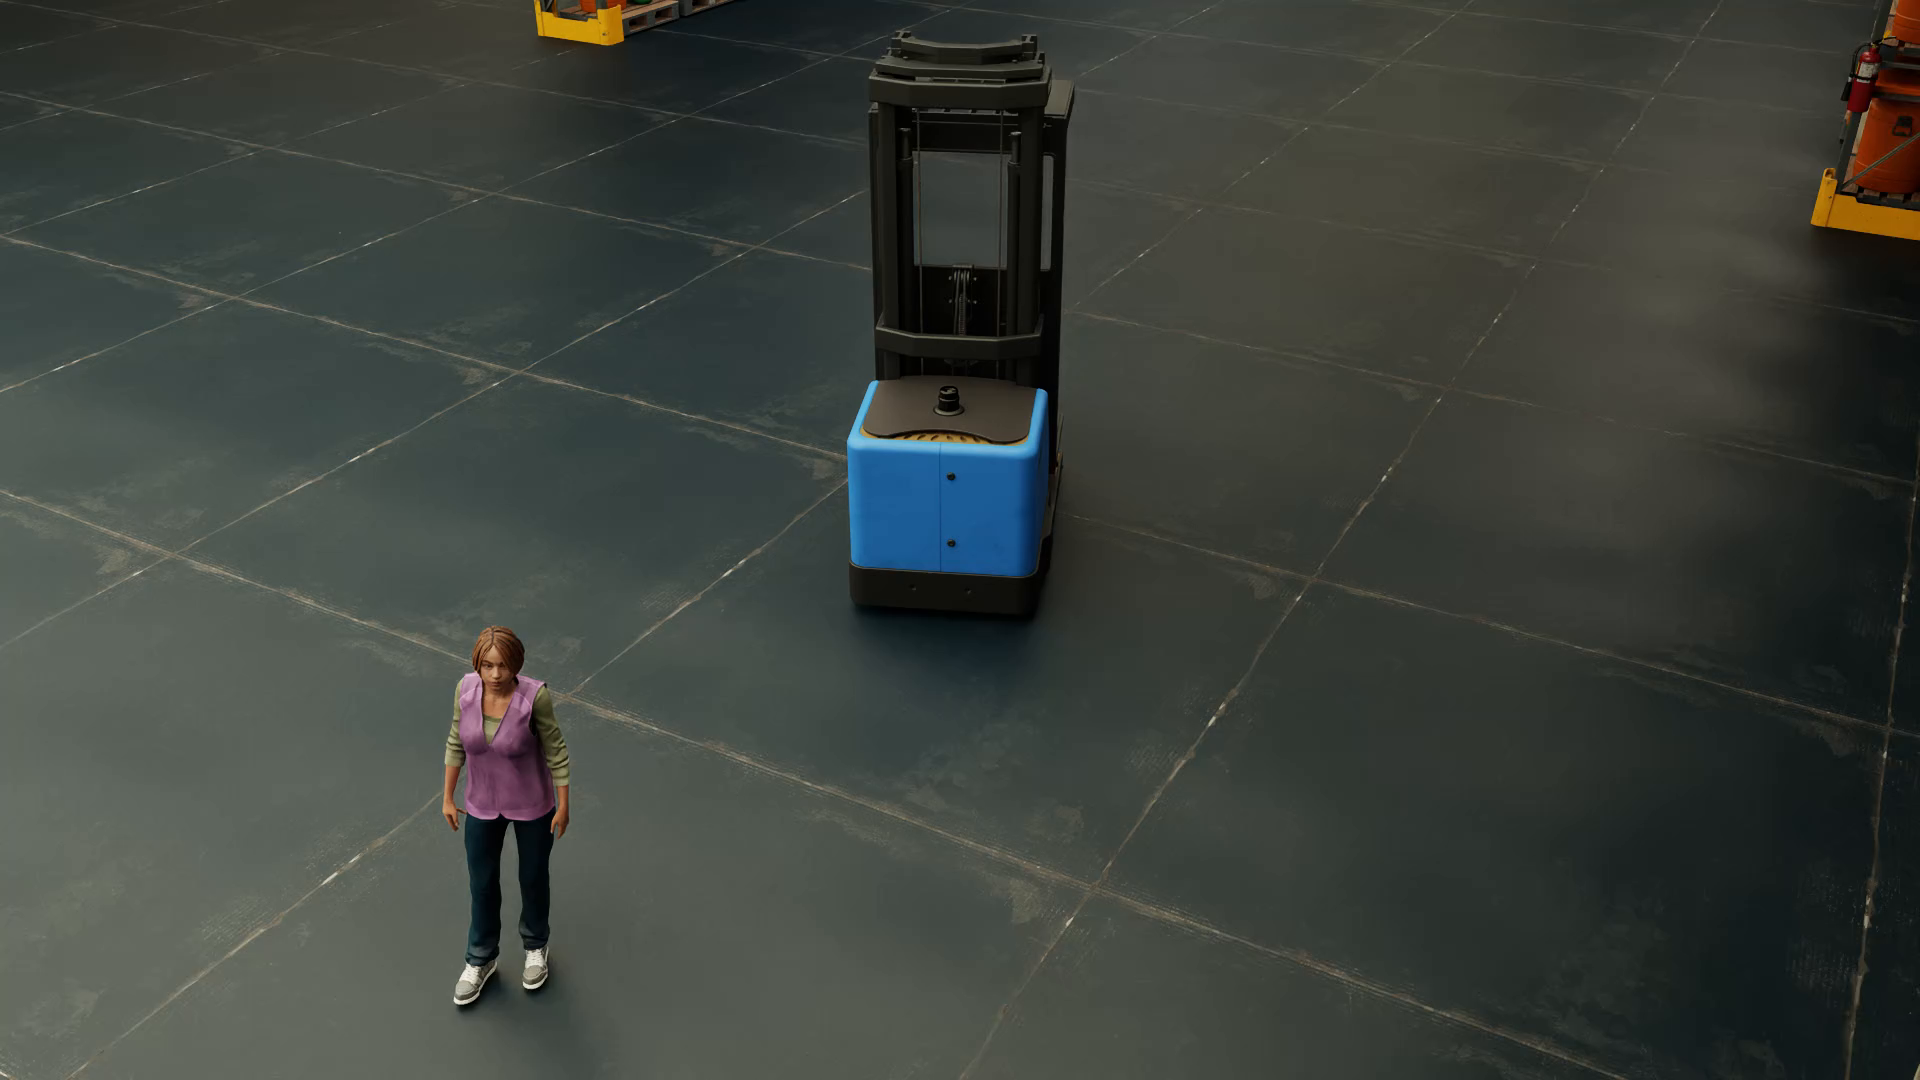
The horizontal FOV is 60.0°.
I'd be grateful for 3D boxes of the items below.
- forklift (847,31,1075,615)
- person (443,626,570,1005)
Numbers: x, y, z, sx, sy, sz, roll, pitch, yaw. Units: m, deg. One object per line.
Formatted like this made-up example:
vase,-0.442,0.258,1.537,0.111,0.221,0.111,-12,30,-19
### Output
forklift,0.072,-1.572,9.794,1.130,2.935,3.031,3,30,6
person,-1.787,1.088,6.505,0.521,1.599,0.472,1,30,2
